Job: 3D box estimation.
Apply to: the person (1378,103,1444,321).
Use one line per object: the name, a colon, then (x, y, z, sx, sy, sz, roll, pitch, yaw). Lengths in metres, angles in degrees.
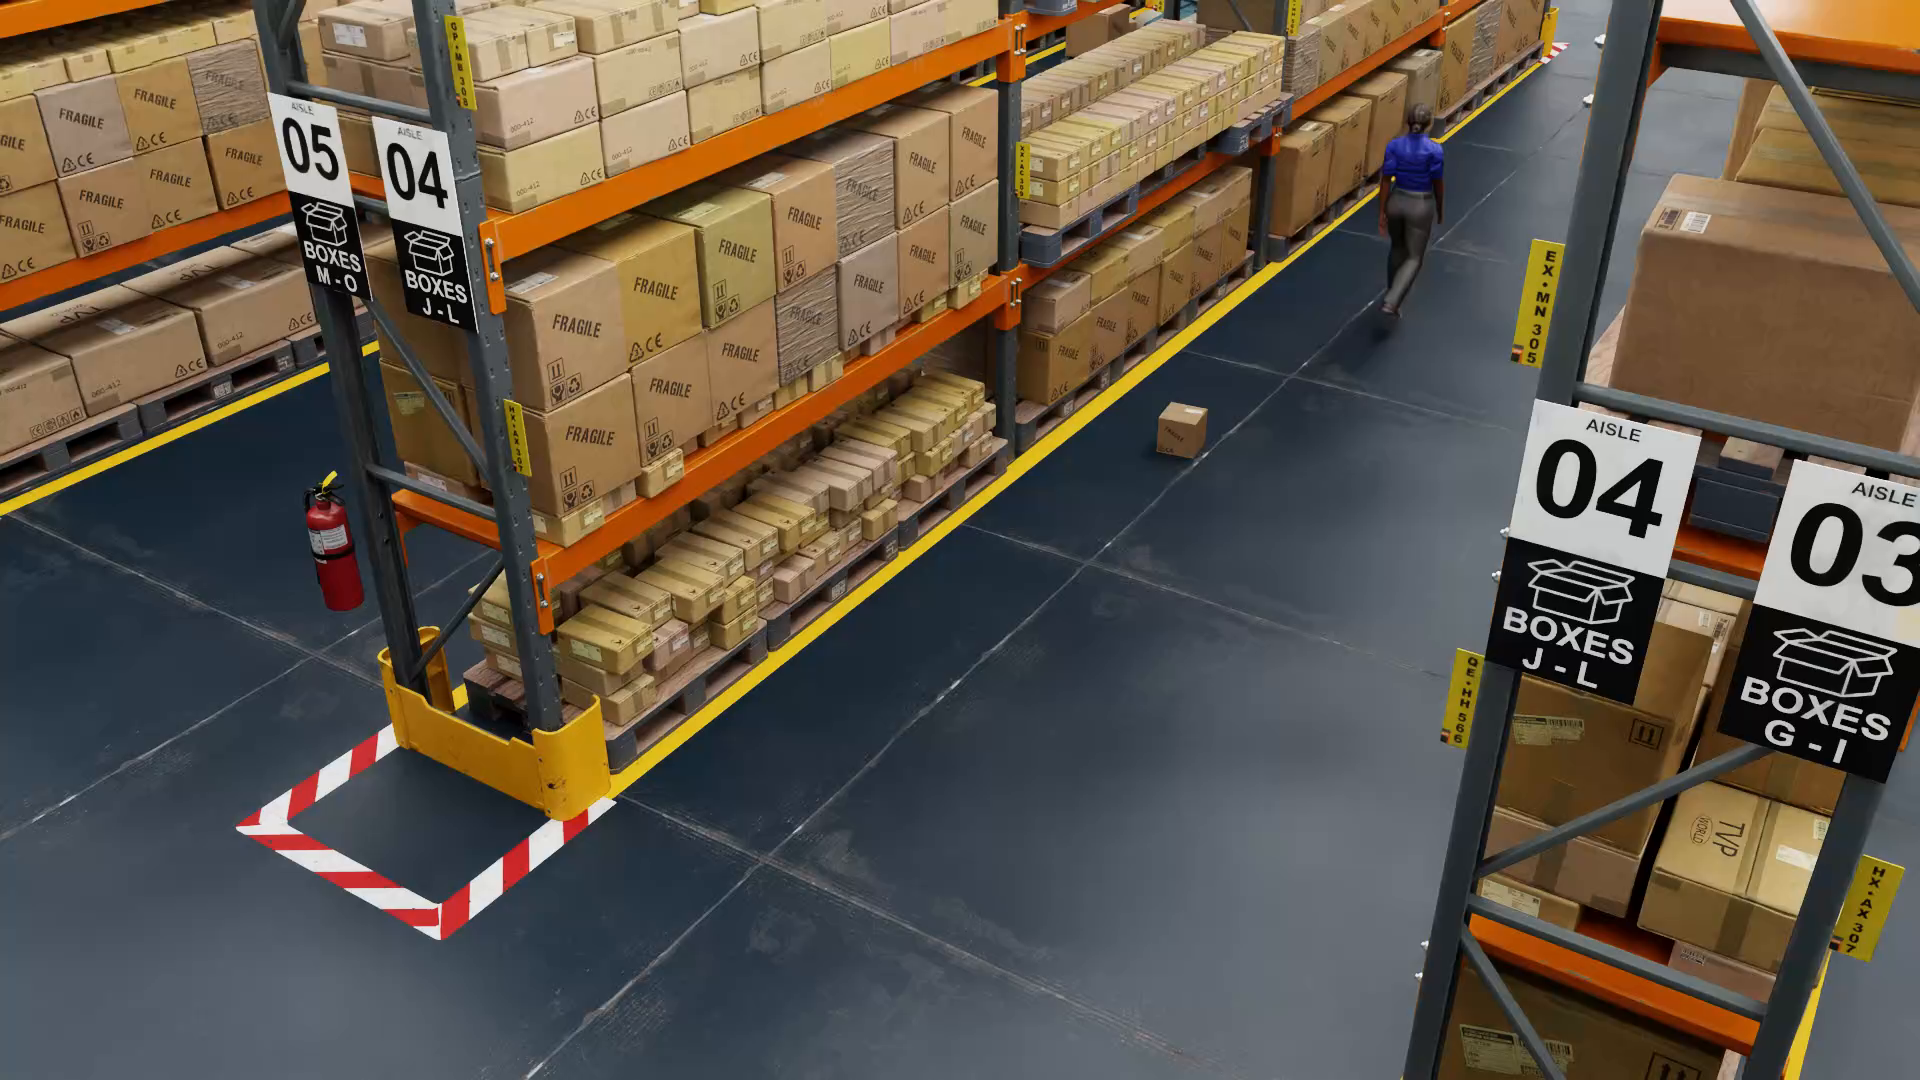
person: (3.319, -2.439, 12.293, 0.432, 1.611, 0.922, 20, 36, 29)
